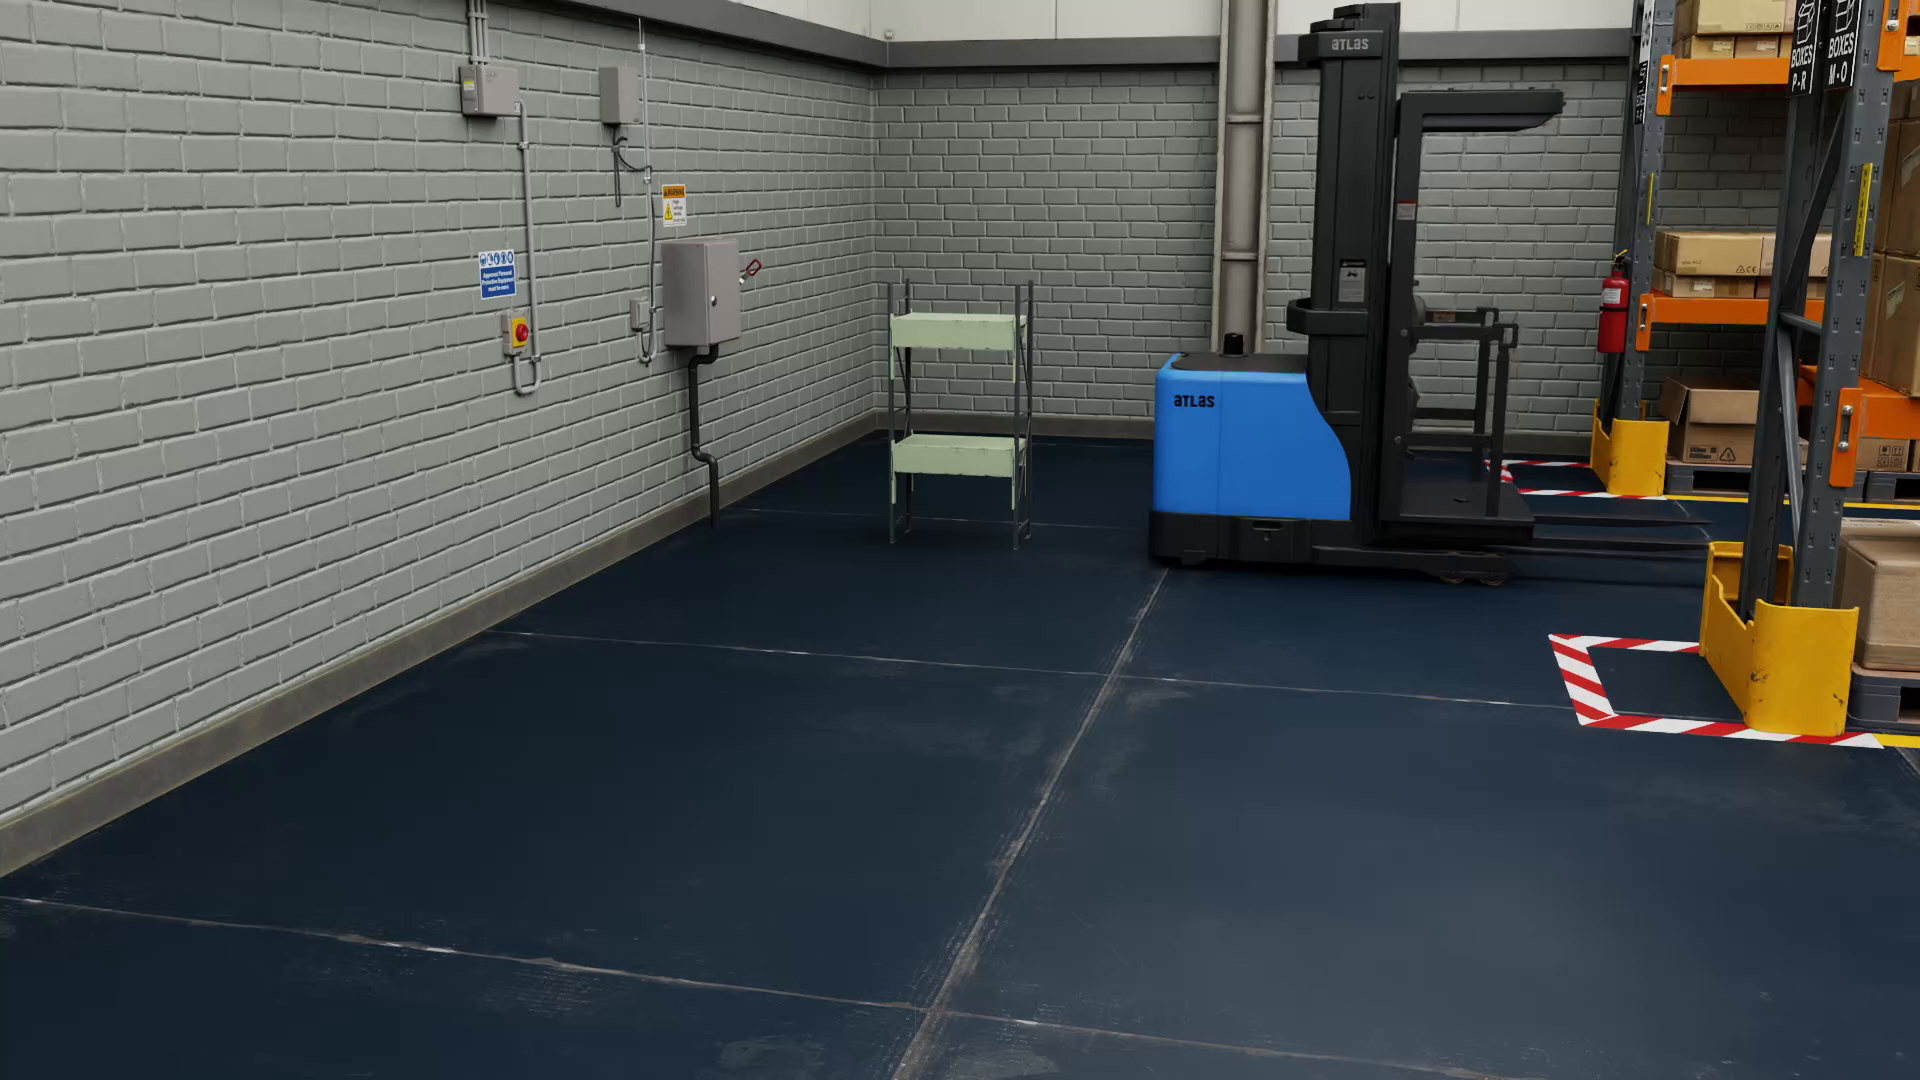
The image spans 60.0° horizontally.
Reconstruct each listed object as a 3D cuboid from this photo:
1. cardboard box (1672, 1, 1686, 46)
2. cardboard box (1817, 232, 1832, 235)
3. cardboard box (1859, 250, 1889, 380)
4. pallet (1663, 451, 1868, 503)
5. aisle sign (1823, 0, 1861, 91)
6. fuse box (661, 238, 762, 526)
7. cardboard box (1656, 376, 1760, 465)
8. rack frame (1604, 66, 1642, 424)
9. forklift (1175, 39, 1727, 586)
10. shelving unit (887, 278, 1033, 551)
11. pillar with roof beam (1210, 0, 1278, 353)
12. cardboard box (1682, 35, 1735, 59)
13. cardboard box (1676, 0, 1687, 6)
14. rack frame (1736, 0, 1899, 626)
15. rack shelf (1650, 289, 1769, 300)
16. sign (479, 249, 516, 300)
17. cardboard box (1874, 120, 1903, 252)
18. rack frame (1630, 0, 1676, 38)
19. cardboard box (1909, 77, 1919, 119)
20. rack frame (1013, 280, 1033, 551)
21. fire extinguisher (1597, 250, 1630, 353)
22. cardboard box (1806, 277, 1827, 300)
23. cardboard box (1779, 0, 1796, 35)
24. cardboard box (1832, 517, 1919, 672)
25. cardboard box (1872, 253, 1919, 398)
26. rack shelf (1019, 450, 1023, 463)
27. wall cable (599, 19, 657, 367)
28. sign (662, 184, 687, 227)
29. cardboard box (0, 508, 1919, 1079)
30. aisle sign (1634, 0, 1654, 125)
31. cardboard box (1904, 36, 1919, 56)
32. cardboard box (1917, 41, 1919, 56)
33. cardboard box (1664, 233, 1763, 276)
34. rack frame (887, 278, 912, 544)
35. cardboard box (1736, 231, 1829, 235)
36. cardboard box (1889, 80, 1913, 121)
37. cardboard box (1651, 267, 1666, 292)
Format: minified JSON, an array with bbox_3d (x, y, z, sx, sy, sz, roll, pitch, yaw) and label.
[{"bbox_3d":[5.058,-3.454,11.109,0.500,0.250,0.500,3,13,13],"label":"cardboard box"},{"bbox_3d":[6.051,-1.933,11.182,0.500,0.250,0.500,3,13,15],"label":"cardboard box"},{"bbox_3d":[3.907,-0.919,6.718,0.500,0.500,0.500,3,13,14],"label":"cardboard box"},{"bbox_3d":[5.409,-0.477,11.395,1.213,0.211,1.003,3,13,14],"label":"pallet"},{"bbox_3d":[3.236,-2.051,6.051,0.004,0.787,0.394,3,13,14],"label":"aisle sign"},{"bbox_3d":[-1.460,-0.932,9.984,0.414,1.711,0.539,3,13,14],"label":"fuse box"},{"bbox_3d":[5.132,-0.818,11.288,0.637,0.503,0.797,3,13,11],"label":"cardboard box"},{"bbox_3d":[4.560,-1.882,11.293,0.053,2.616,0.949,3,13,14],"label":"rack frame"},{"bbox_3d":[2.649,-1.272,8.903,2.937,2.843,1.107,3,13,12],"label":"forklift"},{"bbox_3d":[0.006,-0.732,9.570,0.755,1.500,0.400,3,13,14],"label":"shelving unit"},{"bbox_3d":[1.128,-4.236,8.051,0.400,9.000,9.100,3,13,14],"label":"pillar with roof beam"},{"bbox_3d":[4.815,-3.159,10.704,0.250,0.149,0.380,3,13,15],"label":"cardboard box"},{"bbox_3d":[5.059,-3.699,11.062,0.500,0.250,0.500,3,13,12],"label":"cardboard box"},{"bbox_3d":[3.375,-0.839,6.591,0.127,3.000,1.000,3,13,14],"label":"rack frame"},{"bbox_3d":[6.503,-1.524,10.885,3.809,0.124,0.919,3,13,14],"label":"rack shelf"},{"bbox_3d":[-2.176,-1.252,7.827,0.001,0.218,0.327,3,13,14],"label":"sign"},{"bbox_3d":[3.900,-1.401,6.584,0.500,0.500,0.500,4,13,15],"label":"cardboard box"},{"bbox_3d":[4.561,-4.812,10.646,0.127,3.000,1.000,3,13,14],"label":"rack frame"},{"bbox_3d":[3.654,-1.616,6.056,0.250,0.149,0.380,3,13,15],"label":"cardboard box"},{"bbox_3d":[0.362,-0.713,9.484,0.023,1.500,0.400,3,13,14],"label":"rack frame"},{"bbox_3d":[4.307,-1.574,10.941,0.183,0.674,0.296,3,13,14],"label":"fire extinguisher"},{"bbox_3d":[5.567,-1.650,10.825,0.250,0.149,0.380,3,13,15],"label":"cardboard box"},{"bbox_3d":[5.425,-3.317,10.493,0.500,0.250,0.500,3,13,15],"label":"cardboard box"},{"bbox_3d":[4.040,0.220,6.763,0.875,0.438,0.875,3,13,12],"label":"cardboard box"},{"bbox_3d":[3.773,-0.803,6.195,0.500,0.500,0.500,3,13,13],"label":"cardboard box"},{"bbox_3d":[0.006,-0.483,9.625,0.664,0.071,0.332,3,13,14],"label":"rack shelf"},{"bbox_3d":[-1.776,-1.922,9.124,0.122,1.984,0.588,3,13,14],"label":"wall cable"},{"bbox_3d":[-1.674,-1.963,9.751,0.001,0.242,0.339,3,13,14],"label":"sign"},{"bbox_3d":[4.263,0.002,6.146,13.522,1.550,6.103,3,13,13],"label":"cardboard box"},{"bbox_3d":[4.424,-3.094,10.752,0.004,0.787,0.394,3,13,14],"label":"aisle sign"},{"bbox_3d":[5.794,-3.088,10.381,0.250,0.149,0.380,3,13,13],"label":"cardboard box"},{"bbox_3d":[6.049,-3.088,10.381,0.250,0.149,0.380,3,13,13],"label":"cardboard box"},{"bbox_3d":[4.937,-1.875,10.919,0.500,0.250,0.500,3,13,14],"label":"cardboard box"},{"bbox_3d":[-0.349,-0.751,9.655,0.023,1.500,0.400,3,13,14],"label":"rack frame"},{"bbox_3d":[5.571,-1.960,11.302,0.500,0.250,0.500,3,13,14],"label":"cardboard box"},{"bbox_3d":[3.772,-1.716,6.507,0.250,0.149,0.380,3,13,14],"label":"cardboard box"},{"bbox_3d":[4.947,-1.800,11.500,0.250,0.149,0.380,3,13,13],"label":"cardboard box"}]
